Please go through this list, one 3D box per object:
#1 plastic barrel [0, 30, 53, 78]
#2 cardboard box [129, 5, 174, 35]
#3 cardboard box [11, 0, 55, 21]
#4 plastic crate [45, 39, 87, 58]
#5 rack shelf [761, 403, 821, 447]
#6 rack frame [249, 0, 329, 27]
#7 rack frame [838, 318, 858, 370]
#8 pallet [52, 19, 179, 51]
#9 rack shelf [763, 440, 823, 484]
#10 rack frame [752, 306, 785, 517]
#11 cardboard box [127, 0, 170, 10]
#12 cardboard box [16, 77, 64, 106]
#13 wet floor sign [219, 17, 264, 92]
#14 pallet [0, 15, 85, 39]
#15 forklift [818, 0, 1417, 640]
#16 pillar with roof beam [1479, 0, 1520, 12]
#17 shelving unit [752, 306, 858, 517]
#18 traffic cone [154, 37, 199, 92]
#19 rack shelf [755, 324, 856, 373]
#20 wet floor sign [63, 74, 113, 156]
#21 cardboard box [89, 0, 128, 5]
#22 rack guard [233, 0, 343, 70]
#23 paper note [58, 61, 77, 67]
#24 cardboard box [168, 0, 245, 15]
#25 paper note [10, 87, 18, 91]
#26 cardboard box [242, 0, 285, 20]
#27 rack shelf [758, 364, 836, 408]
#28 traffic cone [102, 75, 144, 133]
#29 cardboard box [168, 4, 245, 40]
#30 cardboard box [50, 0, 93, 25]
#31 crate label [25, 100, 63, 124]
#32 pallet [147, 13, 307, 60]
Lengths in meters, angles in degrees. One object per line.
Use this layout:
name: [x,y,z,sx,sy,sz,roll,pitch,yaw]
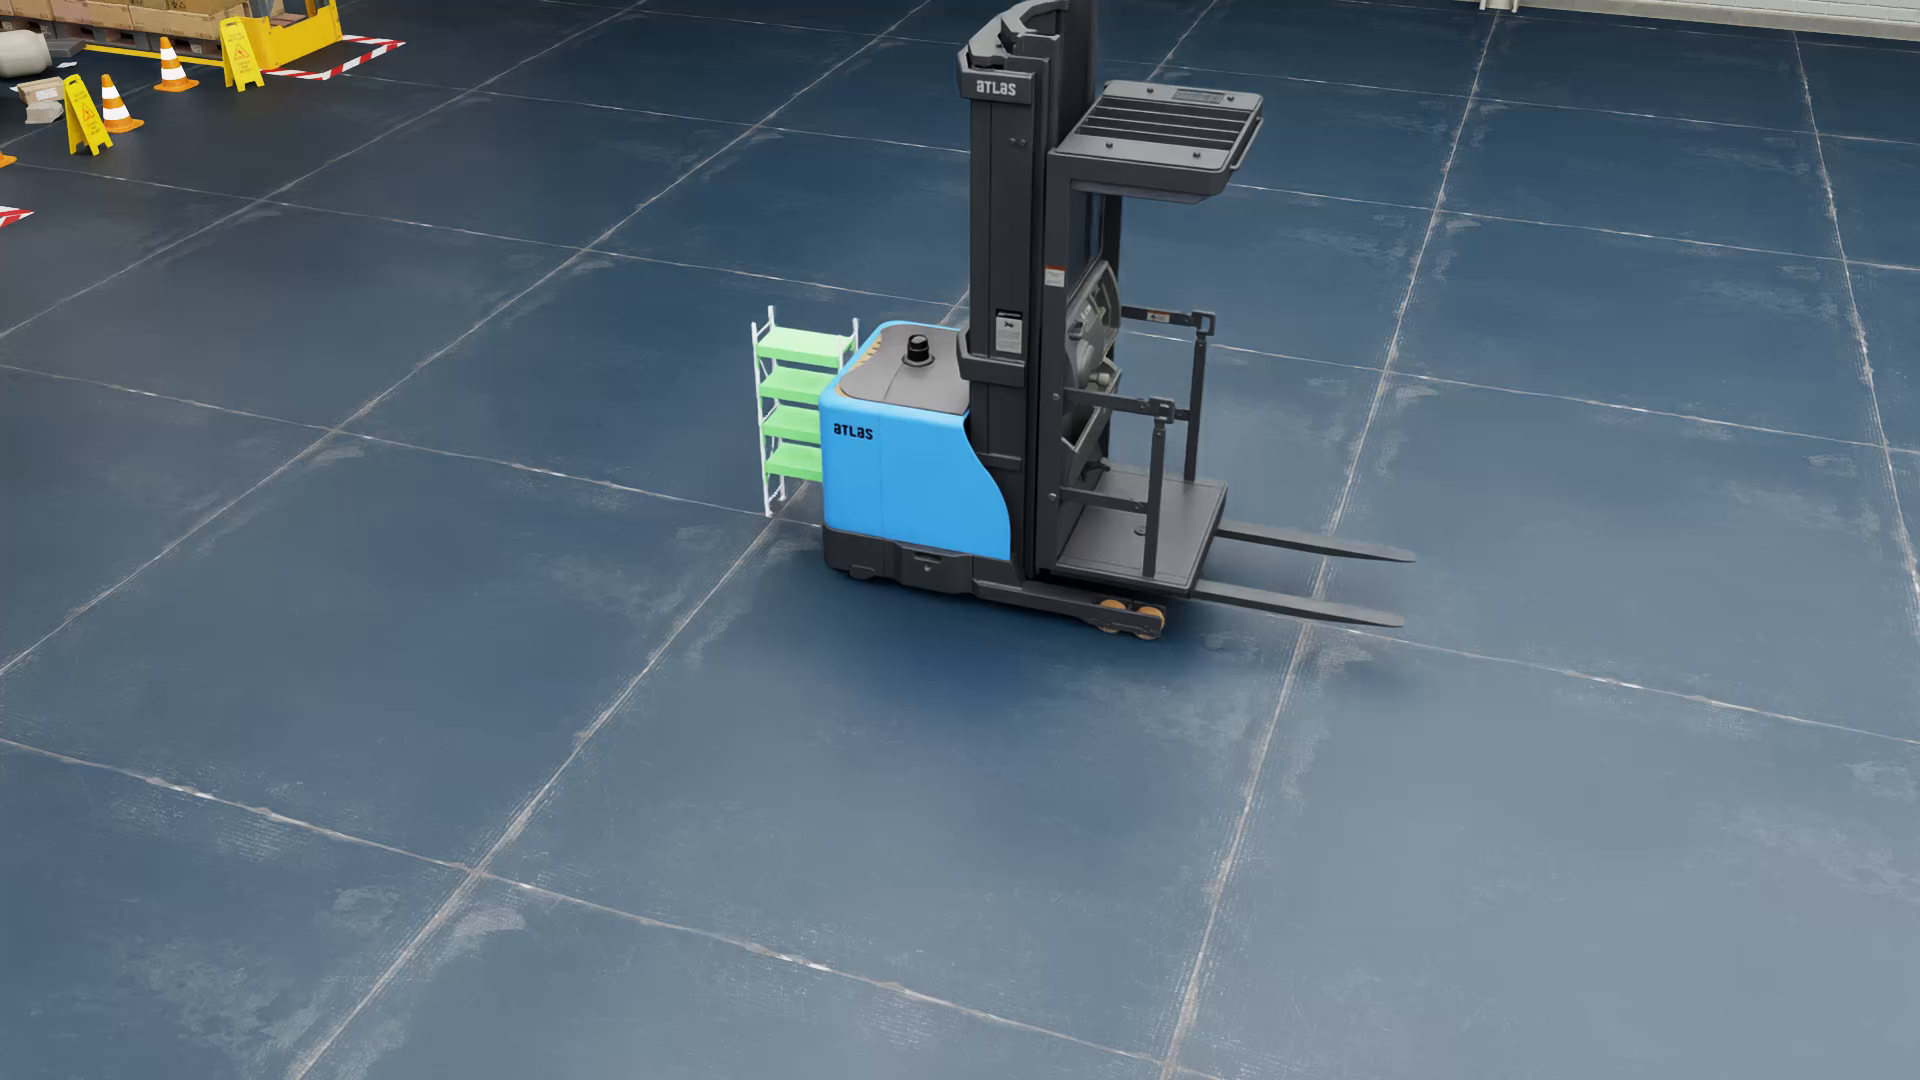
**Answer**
plastic barrel: [-9.137,-4.723,16.142,0.512,0.421,0.421,-18,37,-25]
cardboard box: [-8.019,-5.331,16.857,0.500,0.250,0.500,11,34,17]
cardboard box: [-9.477,-5.616,17.298,0.500,0.250,0.500,13,35,19]
plastic crate: [-9.246,-4.999,16.888,0.583,0.080,0.402,0,33,0]
rack shelf: [-0.823,-0.601,9.160,0.480,0.148,0.258,10,34,15]
rack frame: [-6.682,-6.200,16.055,0.127,3.000,1.000,11,34,16]
rack frame: [-0.592,-0.613,9.061,0.015,1.200,0.240,10,34,15]
pallet: [-8.651,-5.433,17.439,1.213,0.211,1.003,11,34,16]
rack shelf: [-0.823,-0.399,9.290,0.480,0.148,0.258,10,34,15]
rack frame: [-1.055,-0.696,9.190,0.015,1.200,0.240,10,34,15]
cardboard box: [-8.017,-5.644,16.650,0.500,0.500,0.500,12,35,18]
cardboard box: [-8.597,-4.211,15.602,0.380,0.149,0.250,-25,40,-33]
wet floor sign: [-6.864,-4.630,15.794,0.232,0.644,0.267,24,40,32]
pallet: [-9.803,-5.656,17.783,1.213,0.211,1.003,11,34,16]
forklift: [0.843,-1.051,8.143,3.031,2.935,1.130,10,34,15]
pillar with roof beam: [4.482,-7.449,12.459,0.400,9.000,9.100,11,34,16]
shelving unit: [-0.823,-0.654,9.126,0.503,1.200,0.258,10,34,15]
traffic cone: [-7.522,-4.554,15.845,0.334,0.463,0.336,11,34,16]
rack shelf: [-0.823,-1.004,8.900,0.480,0.148,0.258,10,34,15]
wet floor sign: [-7.562,-3.671,14.308,0.232,0.644,0.267,5,33,8]
cardboard box: [-8.489,-5.739,16.799,0.500,0.500,0.500,10,34,15]
rack guard: [-6.754,-5.164,16.755,0.348,0.500,1.175,11,34,16]
paper note: [-8.863,-4.723,16.505,0.148,0.019,0.142,0,33,0]
cardboard box: [-7.524,-5.550,16.505,0.500,0.500,0.500,11,35,17]
paper note: [-8.992,-4.336,15.917,0.142,0.019,0.148,24,40,32]
cardboard box: [-7.348,-5.510,17.135,0.500,0.250,0.500,11,34,16]
rack shelf: [-0.823,-0.802,9.030,0.480,0.148,0.258,10,34,15]
traffic cone: [-7.576,-3.925,14.871,0.334,0.463,0.336,11,34,16]
cardboard box: [-7.556,-5.236,16.710,0.500,0.250,0.500,11,34,16]
cardboard box: [-8.976,-5.520,17.150,0.500,0.250,0.500,11,34,16]
crate label: [-8.337,-3.901,15.133,0.298,0.136,0.250,-6,33,-9]
pallet: [-7.506,-5.209,17.092,1.213,0.211,1.003,11,34,16]
